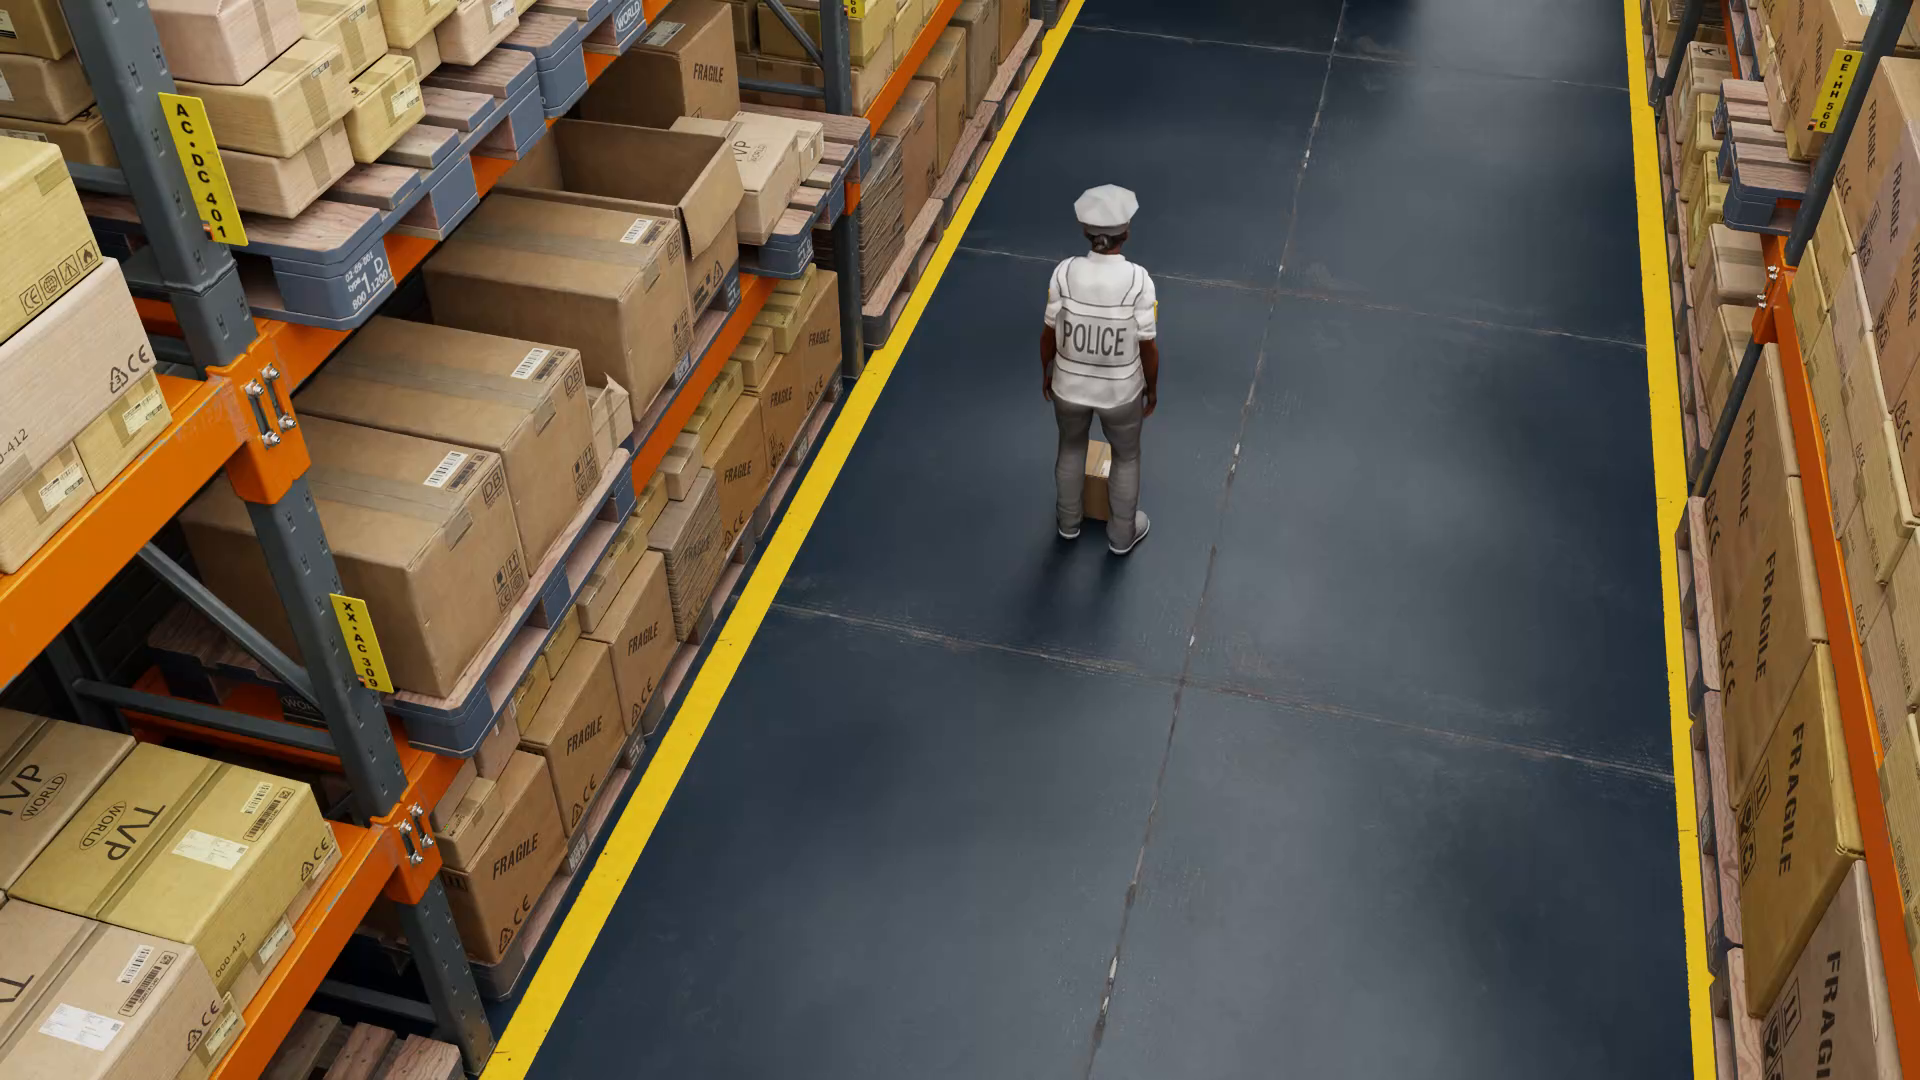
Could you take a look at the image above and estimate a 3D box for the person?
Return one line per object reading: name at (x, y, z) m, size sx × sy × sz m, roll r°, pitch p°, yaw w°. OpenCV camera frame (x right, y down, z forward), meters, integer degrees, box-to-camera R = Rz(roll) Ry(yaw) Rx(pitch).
person at (0.583, -0.653, 6.904) m, size 0.503 × 1.656 × 0.422 m, roll 10°, pitch 42°, yaw 11°
